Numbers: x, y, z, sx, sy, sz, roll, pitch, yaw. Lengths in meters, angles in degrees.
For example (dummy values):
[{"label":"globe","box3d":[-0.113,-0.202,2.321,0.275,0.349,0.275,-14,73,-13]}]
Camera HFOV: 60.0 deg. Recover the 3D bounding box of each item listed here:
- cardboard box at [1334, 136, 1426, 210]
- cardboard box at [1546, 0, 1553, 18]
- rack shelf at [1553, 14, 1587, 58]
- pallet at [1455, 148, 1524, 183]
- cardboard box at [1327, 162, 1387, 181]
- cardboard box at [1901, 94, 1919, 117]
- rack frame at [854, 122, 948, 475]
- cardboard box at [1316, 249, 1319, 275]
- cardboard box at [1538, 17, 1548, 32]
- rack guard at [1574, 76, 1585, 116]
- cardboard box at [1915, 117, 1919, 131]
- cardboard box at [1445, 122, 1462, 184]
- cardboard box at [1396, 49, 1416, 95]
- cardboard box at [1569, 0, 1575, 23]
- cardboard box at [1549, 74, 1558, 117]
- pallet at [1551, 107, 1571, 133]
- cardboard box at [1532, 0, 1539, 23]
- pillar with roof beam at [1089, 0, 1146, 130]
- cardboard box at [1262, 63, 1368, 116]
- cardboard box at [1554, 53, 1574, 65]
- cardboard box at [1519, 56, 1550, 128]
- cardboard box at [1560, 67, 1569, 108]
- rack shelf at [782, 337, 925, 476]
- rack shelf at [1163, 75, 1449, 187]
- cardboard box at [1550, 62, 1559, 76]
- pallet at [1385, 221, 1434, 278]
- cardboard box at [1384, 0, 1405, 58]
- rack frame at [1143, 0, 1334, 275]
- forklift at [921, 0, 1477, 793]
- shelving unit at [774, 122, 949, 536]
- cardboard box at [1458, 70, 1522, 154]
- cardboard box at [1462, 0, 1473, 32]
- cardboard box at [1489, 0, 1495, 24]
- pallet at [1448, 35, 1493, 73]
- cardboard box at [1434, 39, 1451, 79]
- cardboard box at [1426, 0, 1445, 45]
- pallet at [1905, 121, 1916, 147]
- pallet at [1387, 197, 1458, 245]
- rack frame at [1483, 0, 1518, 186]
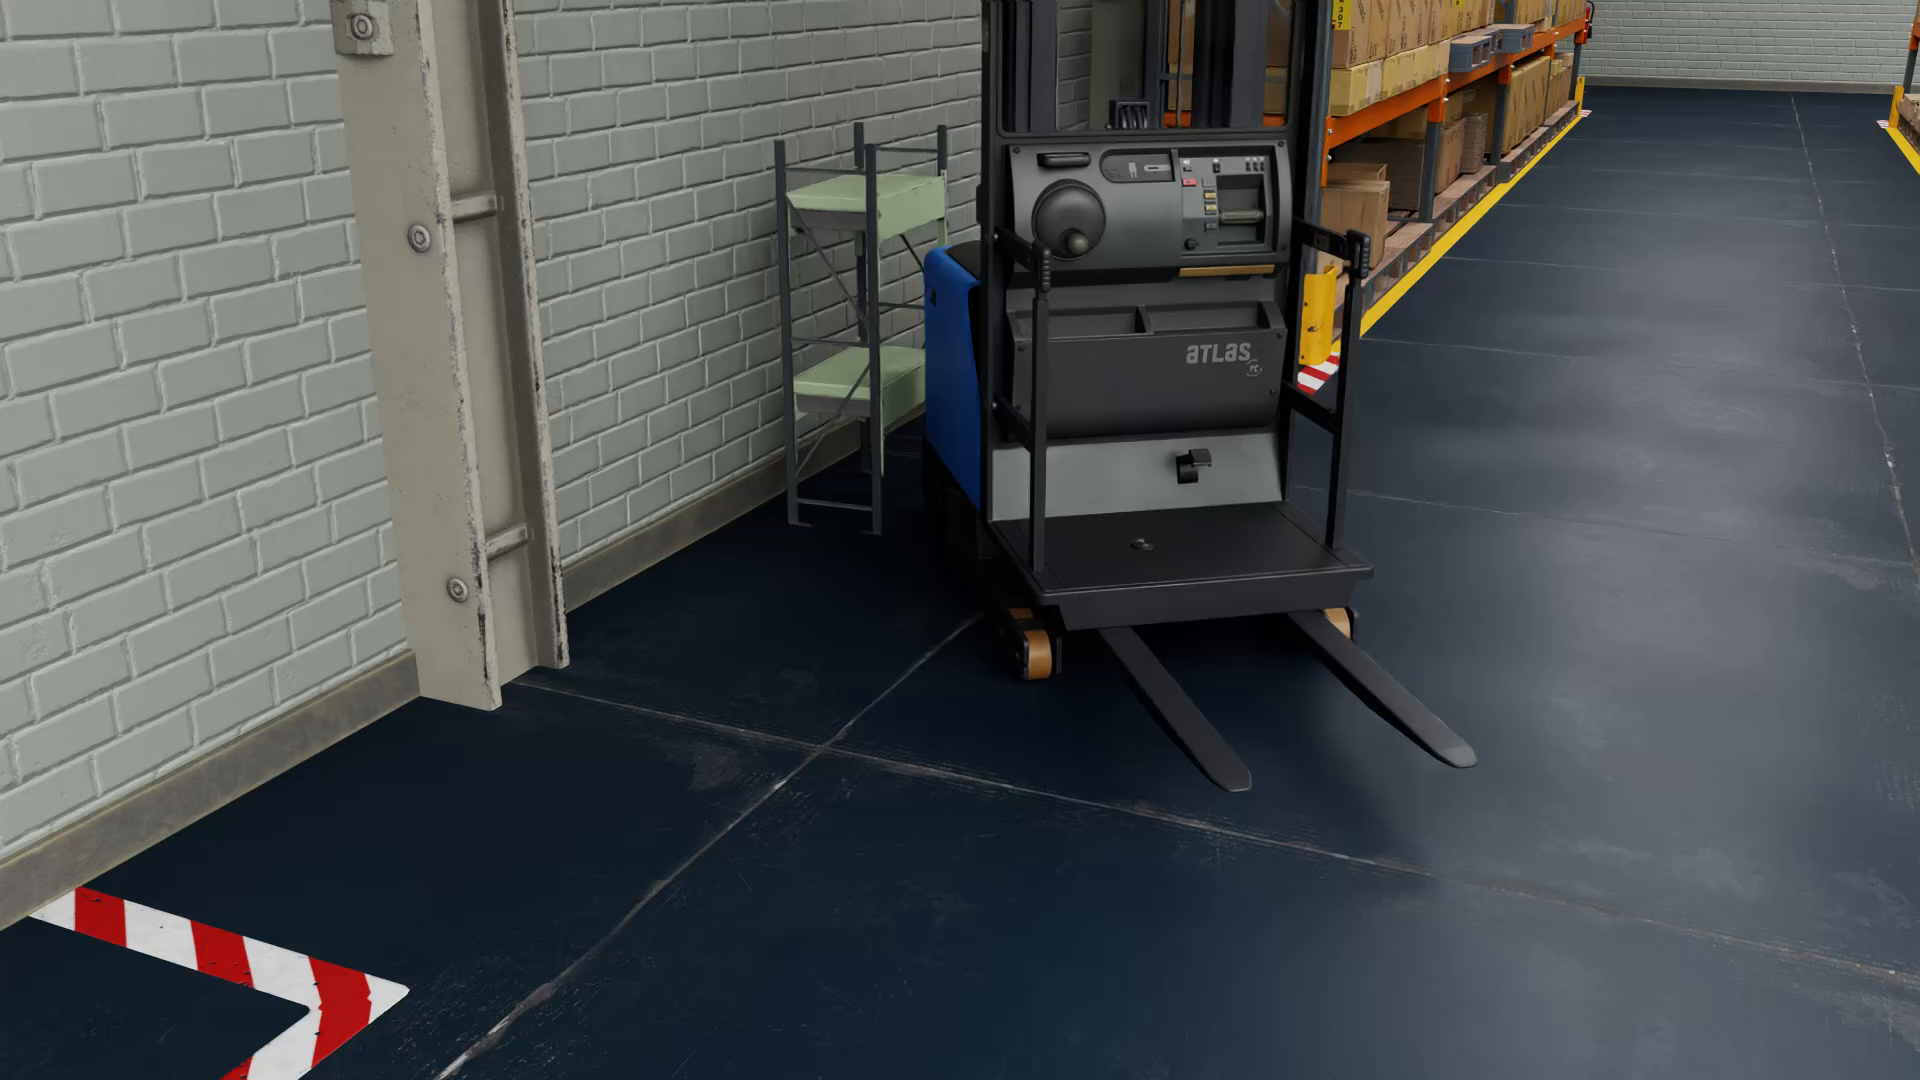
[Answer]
[{"label":"cardboard box","box3d":[3.410,-2.960,13.389,0.700,0.500,0.500,9,22,25]},{"label":"cardboard box","box3d":[6.241,-6.012,18.275,0.500,0.500,0.500,9,21,23]},{"label":"rack shelf","box3d":[7.219,-6.421,21.121,1.077,0.370,4.000,9,21,23]},{"label":"pallet","box3d":[5.153,-3.843,16.959,1.003,0.211,1.213,9,21,23]},{"label":"cardboard box","box3d":[2.735,-2.410,11.842,0.500,0.500,0.500,7,21,19]},{"label":"cardboard box","box3d":[11.872,-5.324,20.411,0.500,0.250,0.500,9,21,23]},{"label":"rack frame","box3d":[-0.242,-0.979,6.982,0.400,1.500,0.023,7,21,19]},{"label":"cardboard box","box3d":[1.851,-1.620,9.903,0.500,0.311,0.500,6,20,17]},{"label":"cardboard box","box3d":[6.236,-5.655,18.239,0.380,0.149,0.250,9,21,23]},{"label":"rack guard","box3d":[8.047,-6.201,23.159,1.175,0.500,0.348,9,21,23]},{"label":"cardboard box","box3d":[10.994,-4.670,18.722,0.380,0.149,0.250,9,21,23]},{"label":"cardboard box","box3d":[4.020,-3.431,14.713,0.700,0.500,0.500,8,21,22]},{"label":"cardboard box","box3d":[2.598,-2.994,10.606,0.500,0.250,0.500,9,21,23]},{"label":"cardboard box","box3d":[7.229,-6.900,20.946,0.980,0.700,0.700,7,21,20]},{"label":"cardboard box","box3d":[7.008,-5.536,20.664,0.700,0.500,0.500,8,21,22]},{"label":"pallet","box3d":[7.281,-5.431,21.424,1.003,0.211,1.213,9,21,23]},{"label":"cardboard box","box3d":[5.621,-5.546,16.965,0.500,0.500,0.500,8,21,22]},{"label":"pillar with roof beam","box3d":[4.911,-5.049,7.236,9.100,9.000,0.400,9,21,23]},{"label":"cardboard box","box3d":[1.975,-2.525,9.285,0.500,0.250,0.500,8,21,21]},{"label":"cardboard box","box3d":[7.956,-6.405,22.138,0.380,0.149,0.250,8,21,22]},{"label":"cardboard box","box3d":[6.252,-5.117,18.962,0.750,0.750,0.750,9,21,23]},{"label":"cardboard box","box3d":[7.637,-6.011,21.998,0.700,0.500,0.500,8,21,23]},{"label":"rack shelf","box3d":[-0.368,-0.556,6.767,0.431,0.370,0.720,7,21,19]},{"label":"rack shelf","box3d":[2.305,-2.753,10.806,1.077,0.370,4.000,9,21,23]},{"label":"cardboard box","box3d":[7.106,-5.769,20.348,0.380,0.149,0.250,9,22,25]},{"label":"pallet","box3d":[2.881,-2.179,12.281,1.003,0.211,1.213,9,21,23]},{"label":"cardboard box","box3d":[2.384,-3.184,10.020,0.500,0.500,0.500,8,21,21]},{"label":"rack frame","box3d":[1.486,-2.480,8.966,1.000,3.000,0.127,9,21,23]},{"label":"forklift","box3d":[0.661,-1.075,5.117,1.130,2.935,3.031,-4,20,-12]},{"label":"shelving unit","box3d":[-0.368,-0.864,6.658,0.431,1.500,0.755,7,21,19]},{"label":"cardboard box","box3d":[5.182,-4.318,16.714,0.750,0.750,0.750,8,21,22]},{"label":"cardboard box","box3d":[3.840,-4.484,13.794,0.700,0.500,0.500,12,23,30]},{"label":"cardboard box","box3d":[4.578,-5.035,15.345,0.700,0.500,0.500,6,20,16]},{"label":"pallet","box3d":[3.569,-3.826,13.038,1.003,0.211,1.213,9,21,23]},{"label":"cardboard box","box3d":[3.206,-3.455,11.902,0.500,0.250,0.500,9,21,23]},{"label":"cardboard box","box3d":[3.013,-3.655,11.344,0.500,0.500,0.500,8,21,22]},{"label":"pallet","box3d":[11.701,-4.740,19.483,1.003,0.211,1.213,9,21,23]},{"label":"pallet","box3d":[3.441,-2.627,13.542,1.003,0.211,1.213,9,21,23]},{"label":"rack frame","box3d":[4.762,-4.926,15.843,1.000,3.000,0.127,9,21,23]}]
